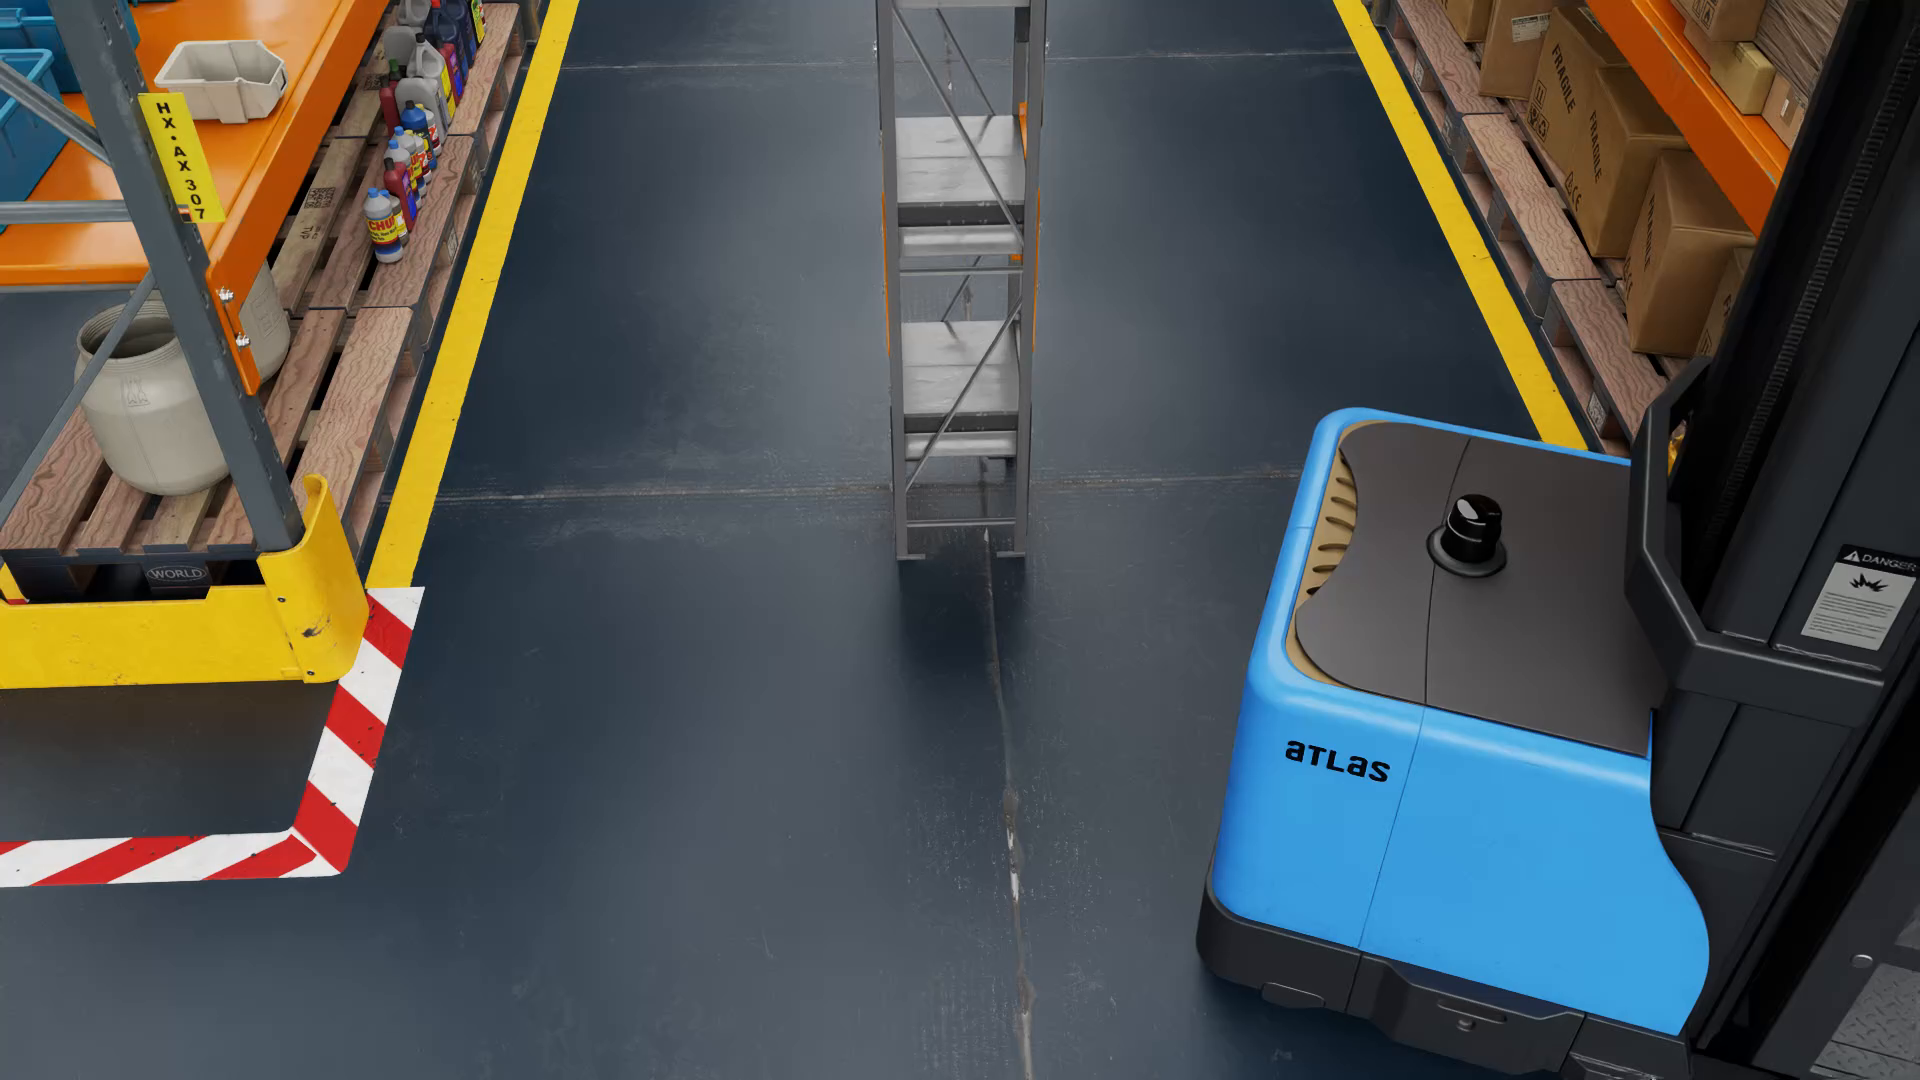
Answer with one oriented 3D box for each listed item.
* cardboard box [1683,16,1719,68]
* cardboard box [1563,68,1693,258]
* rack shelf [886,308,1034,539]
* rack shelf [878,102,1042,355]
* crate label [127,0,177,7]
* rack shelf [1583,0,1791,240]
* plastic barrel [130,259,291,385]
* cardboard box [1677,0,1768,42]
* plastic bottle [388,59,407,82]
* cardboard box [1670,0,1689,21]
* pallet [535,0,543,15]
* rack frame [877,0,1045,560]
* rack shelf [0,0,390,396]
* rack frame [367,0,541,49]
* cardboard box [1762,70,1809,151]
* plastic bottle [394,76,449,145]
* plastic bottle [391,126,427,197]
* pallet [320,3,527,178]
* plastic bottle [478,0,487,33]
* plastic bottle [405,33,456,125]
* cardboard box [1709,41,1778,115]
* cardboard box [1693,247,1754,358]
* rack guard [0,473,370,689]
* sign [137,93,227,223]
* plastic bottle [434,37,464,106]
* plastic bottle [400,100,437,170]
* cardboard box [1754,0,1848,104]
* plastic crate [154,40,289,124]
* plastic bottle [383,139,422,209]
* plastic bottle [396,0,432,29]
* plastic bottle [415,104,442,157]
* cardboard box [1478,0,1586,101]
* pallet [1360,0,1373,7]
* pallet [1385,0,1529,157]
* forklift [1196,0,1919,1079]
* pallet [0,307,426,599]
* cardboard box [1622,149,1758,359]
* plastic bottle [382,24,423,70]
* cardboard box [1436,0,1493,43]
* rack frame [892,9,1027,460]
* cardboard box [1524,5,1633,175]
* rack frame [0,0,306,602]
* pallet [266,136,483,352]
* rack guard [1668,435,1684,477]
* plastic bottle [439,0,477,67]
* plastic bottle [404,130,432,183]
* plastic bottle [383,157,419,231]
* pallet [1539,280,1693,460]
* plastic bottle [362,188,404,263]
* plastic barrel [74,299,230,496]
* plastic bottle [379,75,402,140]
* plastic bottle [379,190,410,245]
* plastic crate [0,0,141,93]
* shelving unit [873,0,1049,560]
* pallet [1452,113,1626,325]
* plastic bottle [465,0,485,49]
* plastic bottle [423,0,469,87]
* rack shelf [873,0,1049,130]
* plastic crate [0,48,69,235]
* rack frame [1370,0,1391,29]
[{"bbox_3d":[2.354,-1.488,4.839,0.380,0.149,0.250,-2,43,-2],"label":"cardboard box"},{"bbox_3d":[2.563,-1.370,6.064,0.500,0.500,0.500,2,43,2],"label":"cardboard box"},{"bbox_3d":[-0.007,-0.360,5.145,0.431,0.518,0.480,-2,43,-2],"label":"rack shelf"},{"bbox_3d":[-0.007,-0.876,4.672,0.431,0.518,0.480,-2,43,-2],"label":"rack shelf"},{"bbox_3d":[-2.657,-1.994,5.180,0.502,0.435,0.616,-2,43,-2],"label":"crate label"},{"bbox_3d":[2.555,-1.974,5.716,1.077,0.370,4.000,-2,43,-2],"label":"rack shelf"},{"bbox_3d":[-2.434,-0.765,5.395,0.421,0.512,0.421,0,43,0],"label":"plastic barrel"},{"bbox_3d":[2.503,-1.741,4.636,0.875,0.500,0.500,-2,43,-2],"label":"cardboard box"},{"bbox_3d":[-2.243,-1.813,6.693,0.061,0.283,0.133,-2,43,-2],"label":"plastic bottle"},{"bbox_3d":[2.385,-1.658,5.025,0.380,0.149,0.250,-2,43,-2],"label":"cardboard box"},{"bbox_3d":[-2.551,-2.948,8.310,1.003,0.211,1.213,-2,43,-2],"label":"pallet"},{"bbox_3d":[0.003,-0.721,4.483,0.400,2.100,0.015,-2,43,-2],"label":"rack frame"},{"bbox_3d":[-2.394,-1.832,5.561,1.077,0.370,4.000,-2,43,-2],"label":"rack shelf"},{"bbox_3d":[-2.479,-3.447,6.791,1.000,3.000,0.127,-2,43,-2],"label":"rack frame"},{"bbox_3d":[2.411,-1.151,4.472,0.380,0.149,0.250,-2,43,-2],"label":"cardboard box"},{"bbox_3d":[-2.139,-1.721,6.598,0.152,0.276,0.135,-1,43,-1],"label":"plastic bottle"},{"bbox_3d":[-2.093,-1.435,6.289,0.097,0.271,0.097,0,43,0],"label":"plastic bottle"},{"bbox_3d":[-2.492,-1.964,7.237,1.003,0.211,1.213,-2,43,-2],"label":"pallet"},{"bbox_3d":[-2.152,-2.342,7.330,0.097,0.201,0.097,0,43,0],"label":"plastic bottle"},{"bbox_3d":[-2.142,-1.859,6.693,0.144,0.351,0.185,-2,43,-2],"label":"plastic bottle"},{"bbox_3d":[2.349,-1.319,4.655,0.380,0.149,0.250,-2,43,-2],"label":"cardboard box"},{"bbox_3d":[2.630,-0.544,5.163,0.500,0.500,0.500,6,43,6],"label":"cardboard box"},{"bbox_3d":[-2.359,0.125,4.744,1.175,0.500,0.348,-2,43,-2],"label":"rack guard"},{"bbox_3d":[-1.759,-0.862,3.765,0.100,0.325,0.005,-2,43,-2],"label":"sign"},{"bbox_3d":[-2.107,-1.943,6.835,0.061,0.283,0.133,1,43,1],"label":"plastic bottle"},{"bbox_3d":[-2.102,-1.572,6.438,0.097,0.271,0.097,0,43,0],"label":"plastic bottle"},{"bbox_3d":[2.644,-1.407,4.271,0.875,0.500,0.500,-2,43,-2],"label":"cardboard box"},{"bbox_3d":[-2.025,-1.263,4.603,0.298,0.136,0.250,-2,43,-2],"label":"plastic crate"},{"bbox_3d":[-2.089,-1.367,6.215,0.097,0.271,0.097,0,43,0],"label":"plastic bottle"},{"bbox_3d":[-2.307,-2.202,7.067,0.144,0.351,0.185,-2,43,-2],"label":"plastic bottle"},{"bbox_3d":[-2.106,-1.615,6.537,0.097,0.201,0.097,0,43,0],"label":"plastic bottle"},{"bbox_3d":[2.479,-2.165,6.931,0.500,0.500,0.500,11,44,12],"label":"cardboard box"},{"bbox_3d":[2.435,-3.087,8.461,1.003,0.211,1.213,-2,43,-2],"label":"pallet"},{"bbox_3d":[2.534,-2.109,7.394,1.003,0.211,1.213,-2,43,-2],"label":"pallet"},{"bbox_3d":[2.151,-0.002,3.083,3.031,2.935,1.130,13,44,14],"label":"forklift"},{"bbox_3d":[-2.388,-0.317,5.440,1.003,0.211,1.213,-2,43,-2],"label":"pallet"},{"bbox_3d":[2.570,-0.947,5.602,0.500,0.500,0.500,9,43,9],"label":"cardboard box"},{"bbox_3d":[-2.302,-2.028,6.933,0.152,0.276,0.135,-2,43,-2],"label":"plastic bottle"},{"bbox_3d":[2.447,-2.551,7.353,0.500,0.500,0.500,-3,43,-3],"label":"cardboard box"},{"bbox_3d":[-0.017,-1.051,4.842,0.400,2.100,0.015,-2,43,-2],"label":"rack frame"},{"bbox_3d":[2.584,-1.748,6.476,0.500,0.500,0.500,-5,43,-6],"label":"cardboard box"},{"bbox_3d":[-2.309,-0.747,3.845,1.000,3.000,0.127,-2,43,-2],"label":"rack frame"},{"bbox_3d":[-2.437,-1.139,6.336,1.003,0.211,1.213,-2,43,-2],"label":"pallet"},{"bbox_3d":[2.636,-0.019,4.900,1.175,0.500,0.348,-2,43,-2],"label":"rack guard"},{"bbox_3d":[-2.163,-2.206,7.072,0.144,0.351,0.185,-3,43,-3],"label":"plastic bottle"},{"bbox_3d":[-2.098,-1.476,6.386,0.097,0.201,0.097,0,43,0],"label":"plastic bottle"},{"bbox_3d":[-2.066,-1.294,6.126,0.061,0.283,0.133,-1,43,-1],"label":"plastic bottle"},{"bbox_3d":[2.637,-0.462,5.597,1.003,0.211,1.213,-2,43,-2],"label":"pallet"},{"bbox_3d":[-2.075,-1.136,5.963,0.097,0.271,0.097,0,43,0],"label":"plastic bottle"},{"bbox_3d":[-2.413,-0.426,5.026,0.421,0.512,0.421,0,43,0],"label":"plastic barrel"},{"bbox_3d":[-2.245,-1.721,6.592,0.061,0.283,0.133,-2,43,-2],"label":"plastic bottle"},{"bbox_3d":[-2.079,-1.180,6.063,0.097,0.201,0.097,0,43,0],"label":"plastic bottle"},{"bbox_3d":[-2.651,-1.460,4.733,0.499,0.251,0.408,-2,43,-2],"label":"plastic crate"},{"bbox_3d":[-0.007,-0.886,4.662,0.431,2.100,0.503,-2,43,-2],"label":"shelving unit"},{"bbox_3d":[2.588,-1.283,6.494,1.003,0.211,1.213,-2,43,-2],"label":"pallet"},{"bbox_3d":[-2.129,-2.293,7.216,0.061,0.283,0.133,0,43,0],"label":"plastic bottle"},{"bbox_3d":[-2.155,-2.077,6.930,0.144,0.351,0.185,-4,43,-4],"label":"plastic bottle"},{"bbox_3d":[-0.007,-1.392,4.199,0.431,0.518,0.480,-2,43,-2],"label":"rack shelf"},{"bbox_3d":[-2.629,-1.021,4.254,0.499,0.251,0.616,-2,43,-2],"label":"plastic crate"},{"bbox_3d":[2.470,-3.589,6.946,1.000,3.000,0.127,-2,43,-2],"label":"rack frame"}]
